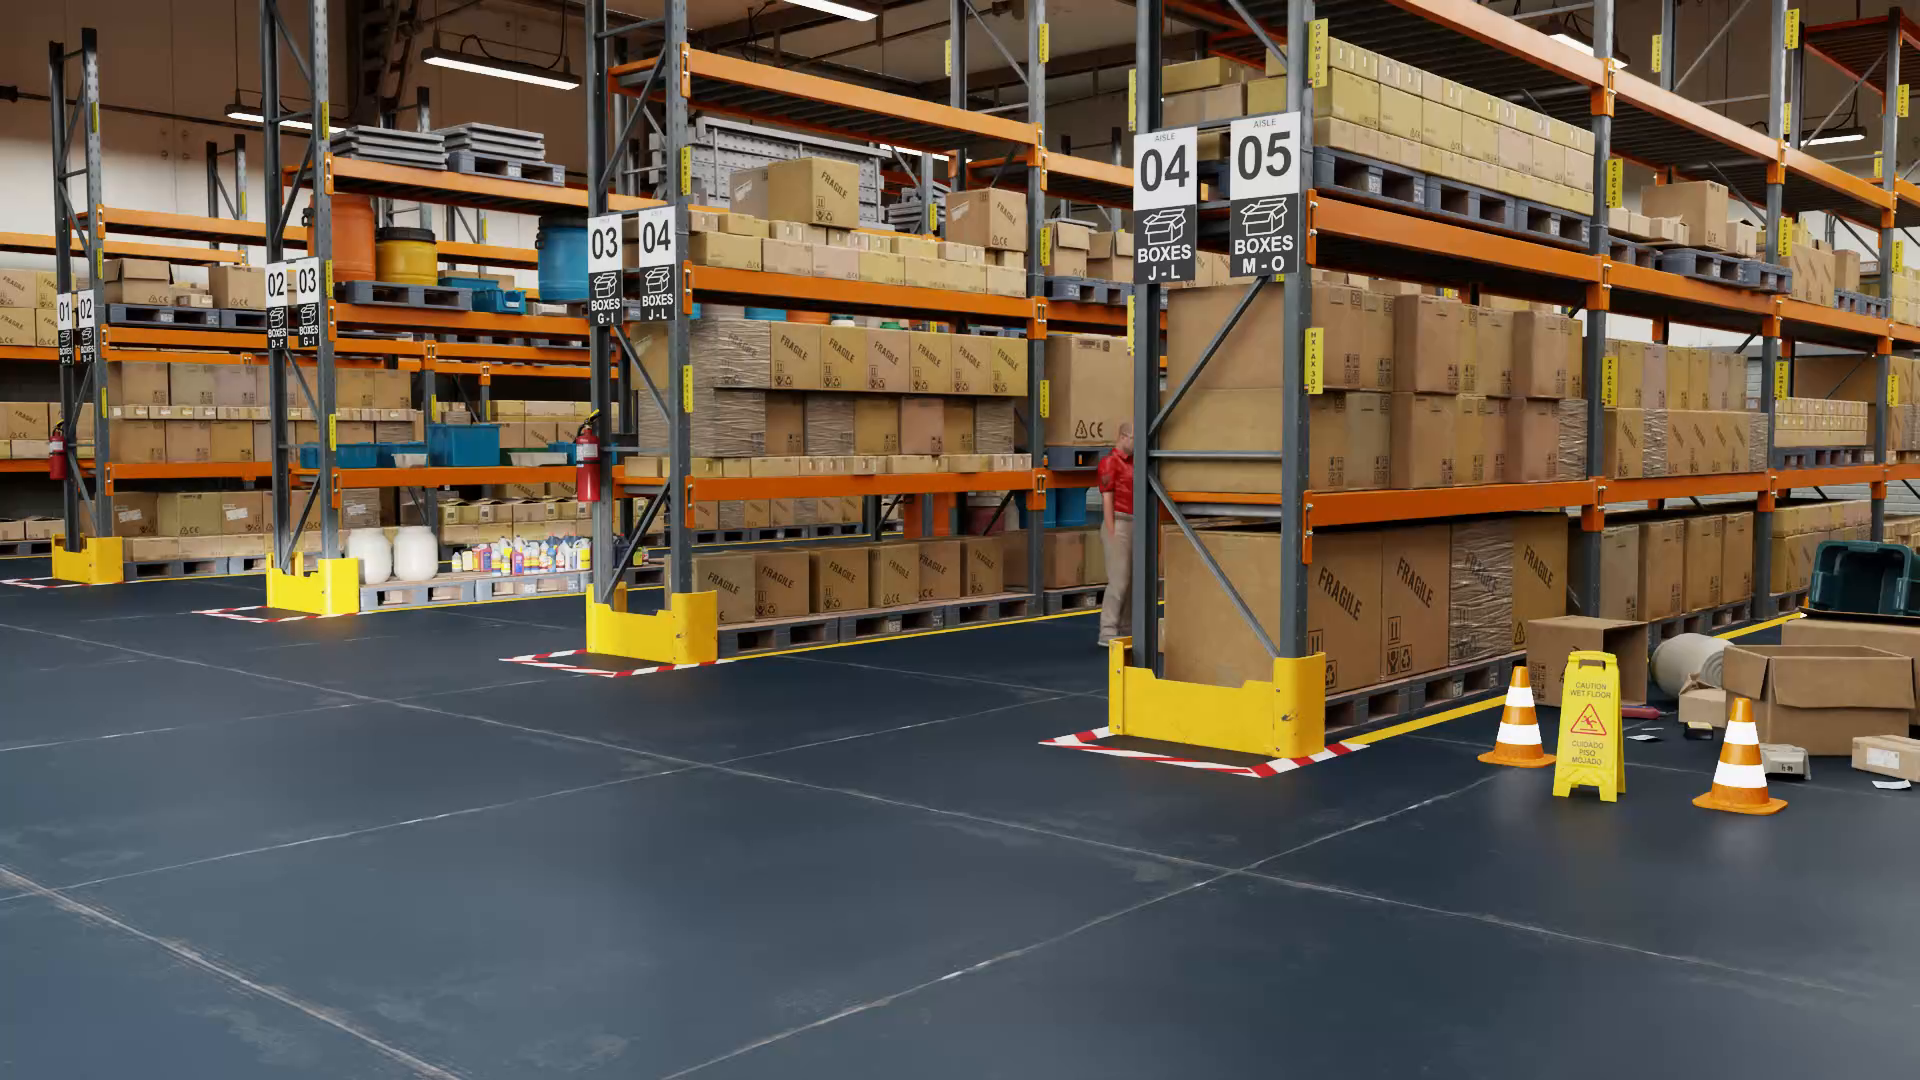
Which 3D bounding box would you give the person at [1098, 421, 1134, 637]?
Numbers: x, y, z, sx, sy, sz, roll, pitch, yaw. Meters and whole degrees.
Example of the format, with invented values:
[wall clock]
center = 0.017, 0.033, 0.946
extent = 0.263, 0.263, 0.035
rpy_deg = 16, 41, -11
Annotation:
[person]
center = 1.294, -0.082, 12.672
extent = 0.358, 1.643, 0.531
rpy_deg = 3, 5, 42
